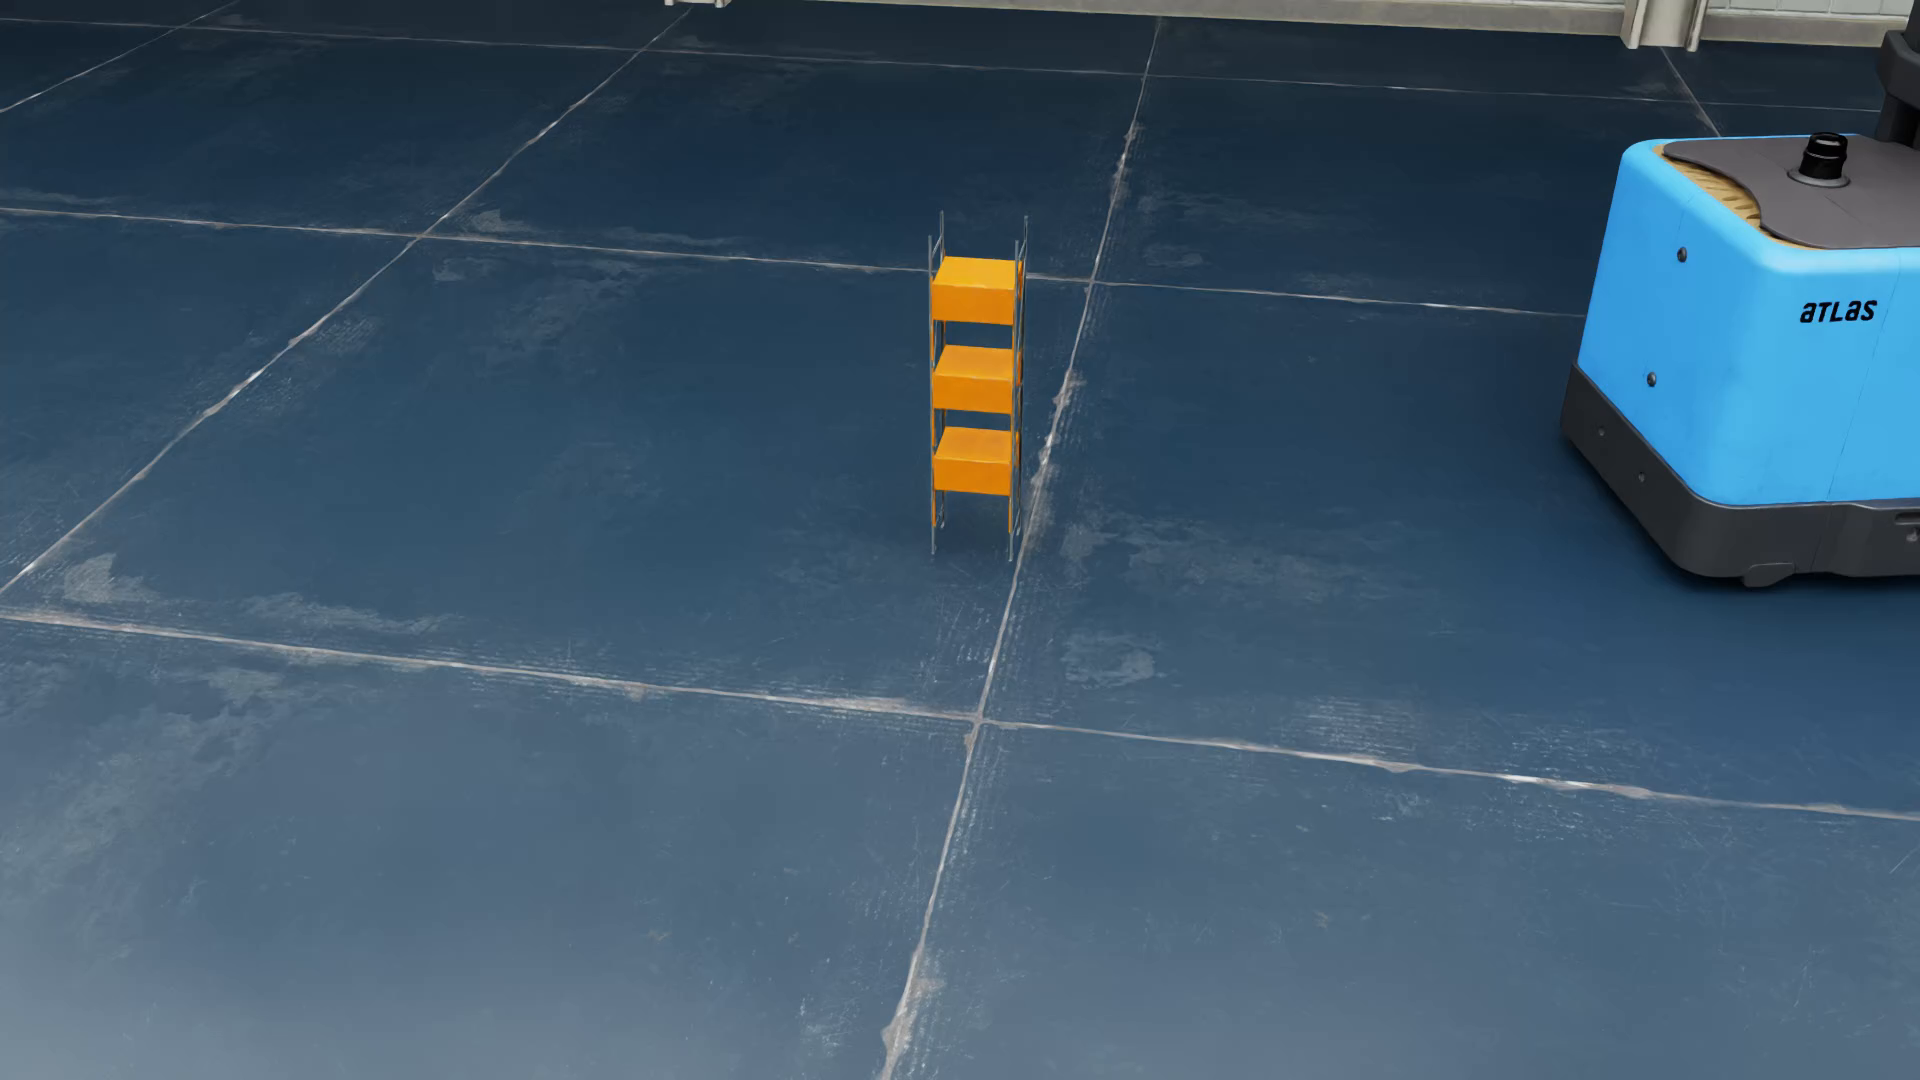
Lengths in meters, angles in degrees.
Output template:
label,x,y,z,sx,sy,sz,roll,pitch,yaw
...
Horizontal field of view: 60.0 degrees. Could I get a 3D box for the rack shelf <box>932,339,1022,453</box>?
label,x,y,z,sx,sy,sz,roll,pitch,yaw
rack shelf,0.053,-0.431,4.969,0.240,0.259,0.215,5,32,8

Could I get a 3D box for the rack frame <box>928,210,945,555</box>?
label,x,y,z,sx,sy,sz,roll,pitch,yaw
rack frame,-0.068,-0.451,4.981,0.008,1.050,0.200,5,32,8

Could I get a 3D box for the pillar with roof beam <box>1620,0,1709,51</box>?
label,x,y,z,sx,sy,sz,roll,pitch,yaw
pillar with roof beam,3.491,-4.568,4.066,0.400,9.000,9.100,5,32,8

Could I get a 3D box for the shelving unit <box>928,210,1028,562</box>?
label,x,y,z,sx,sy,sz,roll,pitch,yaw
shelving unit,0.053,-0.440,4.964,0.252,1.050,0.215,5,32,8

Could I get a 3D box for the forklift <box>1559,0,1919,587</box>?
label,x,y,z,sx,sy,sz,roll,pitch,yaw
forklift,3.616,-1.413,4.745,3.031,2.935,1.130,-3,32,-4

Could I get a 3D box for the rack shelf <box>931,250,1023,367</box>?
label,x,y,z,sx,sy,sz,roll,pitch,yaw
rack shelf,0.053,-0.672,4.819,0.240,0.259,0.215,5,32,8

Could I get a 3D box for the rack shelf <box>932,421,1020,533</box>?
label,x,y,z,sx,sy,sz,roll,pitch,yaw
rack shelf,0.053,-0.196,5.117,0.240,0.259,0.215,5,32,8

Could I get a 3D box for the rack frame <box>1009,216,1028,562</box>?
label,x,y,z,sx,sy,sz,roll,pitch,yaw
rack frame,0.173,-0.429,4.946,0.008,1.050,0.200,5,32,8
